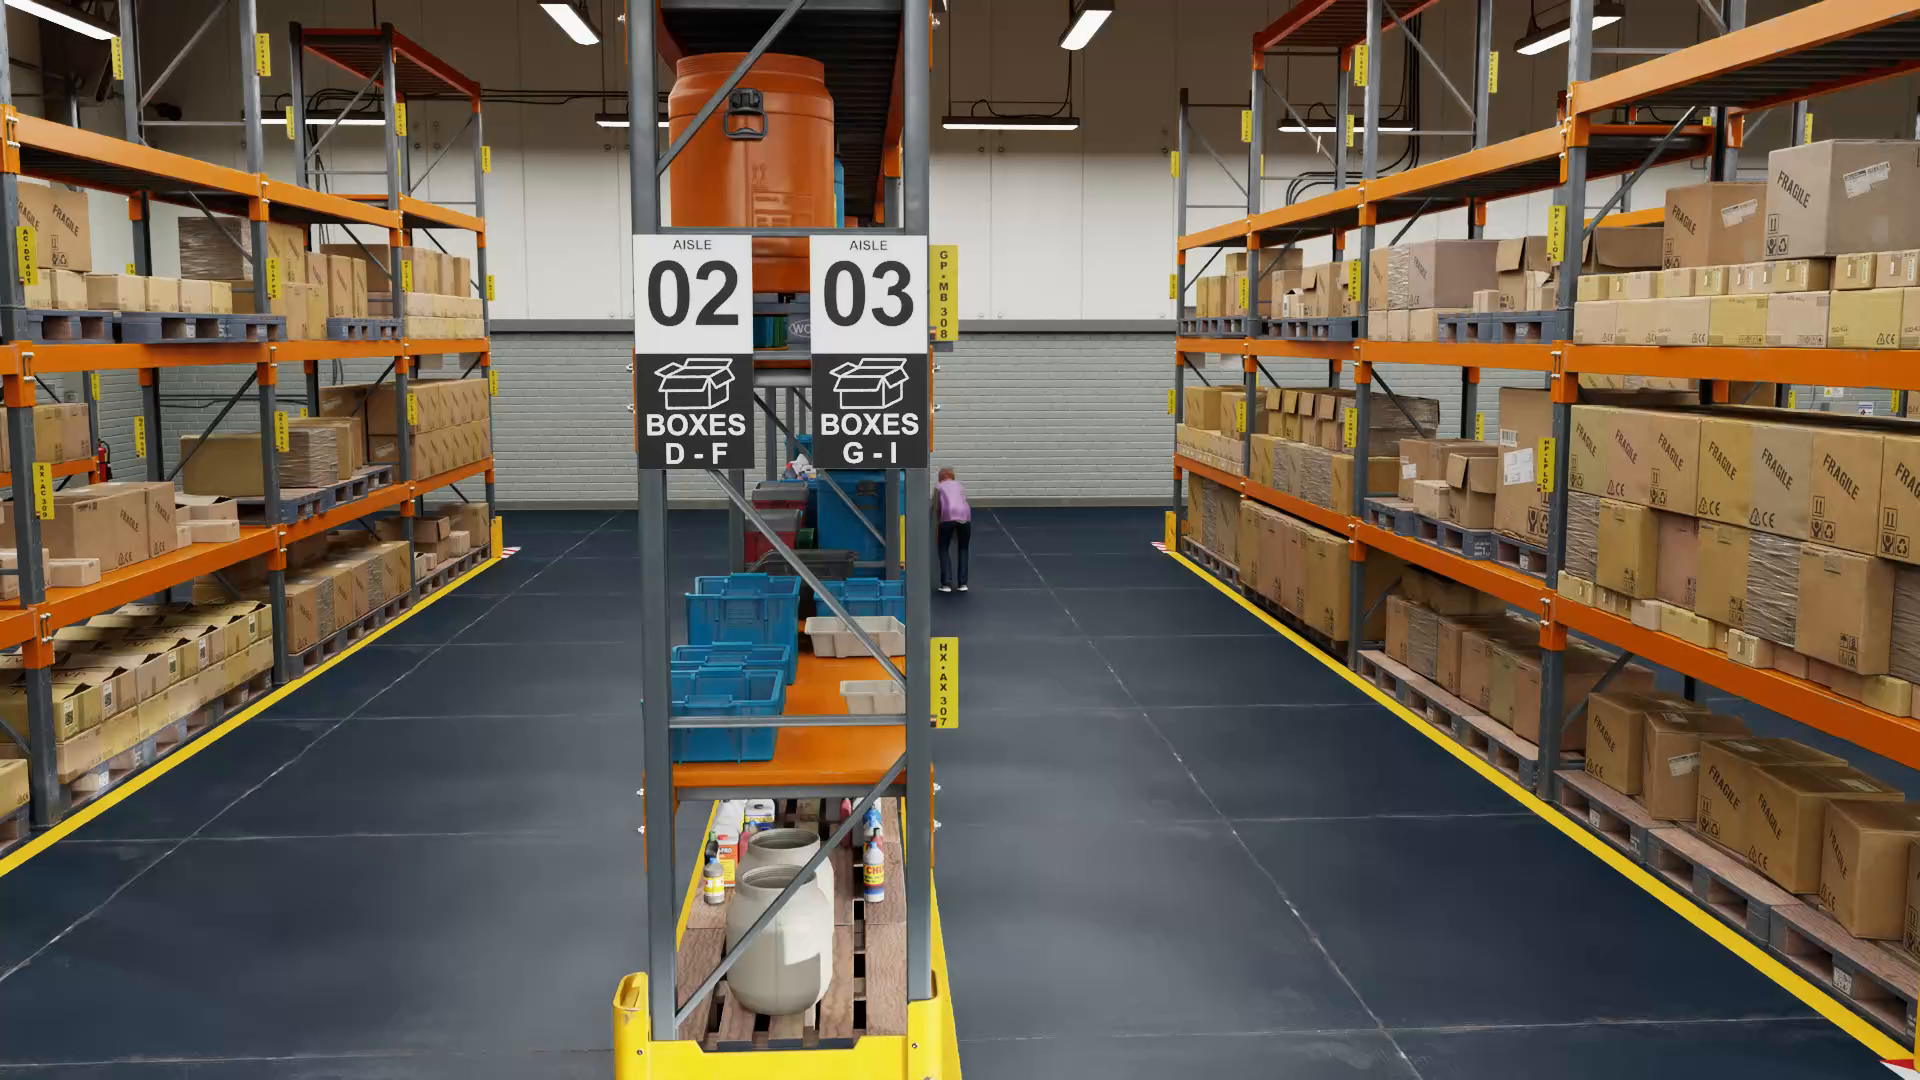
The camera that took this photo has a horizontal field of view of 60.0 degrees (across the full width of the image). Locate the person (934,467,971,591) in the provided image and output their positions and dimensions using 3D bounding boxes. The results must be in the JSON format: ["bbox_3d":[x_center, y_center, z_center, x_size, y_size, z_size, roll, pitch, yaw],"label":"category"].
[{"bbox_3d":[-0.098,-0.115,18.728,0.373,1.356,0.736,-2,7,-12],"label":"person"}]
